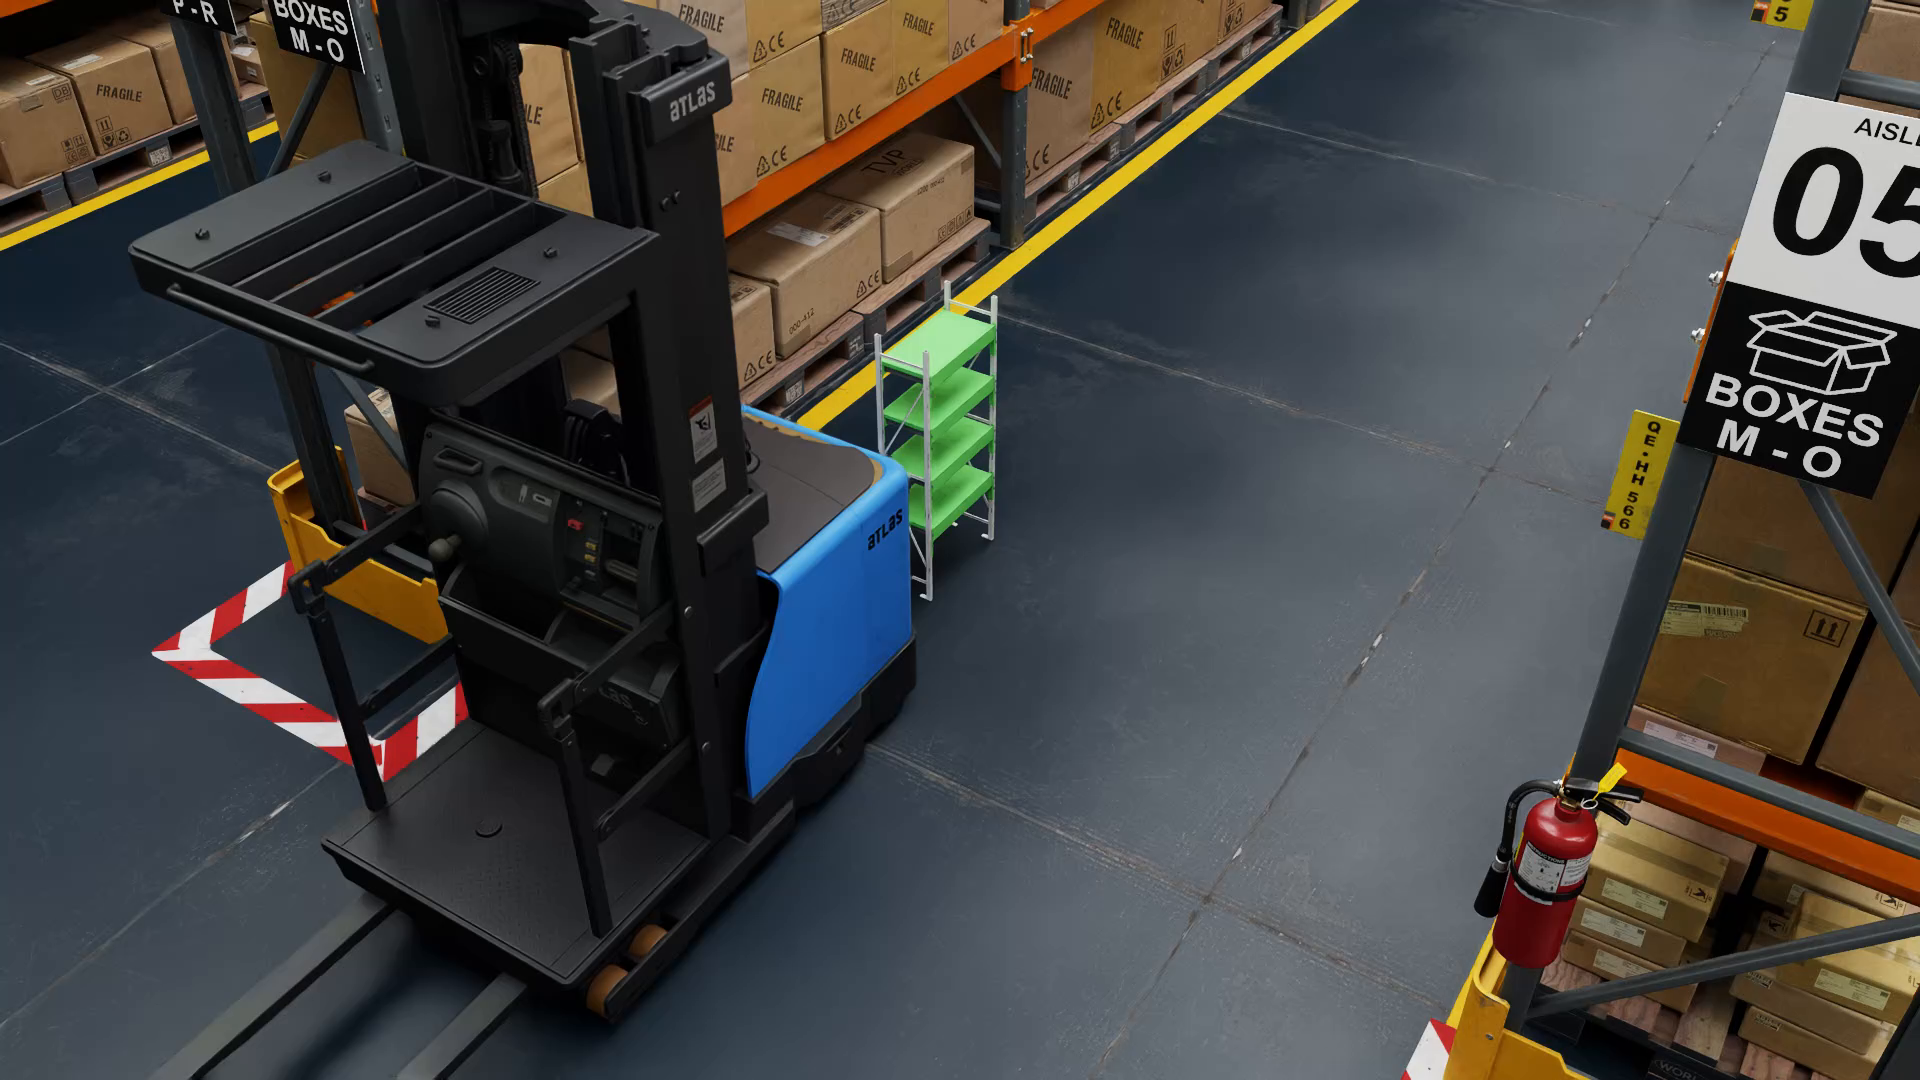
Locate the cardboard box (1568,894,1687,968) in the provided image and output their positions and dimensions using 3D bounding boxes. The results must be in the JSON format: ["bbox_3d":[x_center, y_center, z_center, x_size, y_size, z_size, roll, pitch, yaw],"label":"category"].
[{"bbox_3d":[2.041,1.111,5.099,0.380,0.149,0.250,20,42,24],"label":"cardboard box"}]

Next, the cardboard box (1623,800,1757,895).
[{"bbox_3d":[2.252,0.892,5.140,0.380,0.149,0.250,22,43,26],"label":"cardboard box"}]

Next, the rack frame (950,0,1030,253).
[{"bbox_3d":[-0.091,-2.998,8.682,1.000,3.000,0.127,21,42,25],"label":"rack frame"}]

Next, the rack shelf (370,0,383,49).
[{"bbox_3d":[-1.163,-2.870,6.648,1.077,0.370,4.000,21,42,25],"label":"rack shelf"}]

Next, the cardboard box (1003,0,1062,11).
[{"bbox_3d":[0.367,-3.079,8.910,0.500,0.250,0.500,20,42,24],"label":"cardboard box"}]

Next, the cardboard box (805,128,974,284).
[{"bbox_3d":[-0.518,-1.861,8.961,0.875,0.438,0.875,21,42,24],"label":"cardboard box"}]

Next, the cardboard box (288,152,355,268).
[{"bbox_3d":[-2.199,-1.310,6.411,0.500,0.500,0.500,21,42,25],"label":"cardboard box"}]

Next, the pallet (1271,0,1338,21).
[{"bbox_3d":[2.472,-4.358,12.730,1.003,0.211,1.213,21,42,25],"label":"pallet"}]

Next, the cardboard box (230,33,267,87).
[{"bbox_3d":[-4.526,-3.136,10.756,0.396,0.266,0.258,23,43,27],"label":"cardboard box"}]

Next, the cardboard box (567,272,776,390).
[{"bbox_3d":[-1.482,-0.935,7.760,0.875,0.438,0.875,22,43,26],"label":"cardboard box"}]

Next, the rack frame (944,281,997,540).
[{"bbox_3d":[0.042,-0.516,6.936,0.240,1.200,0.015,21,42,25],"label":"rack frame"}]

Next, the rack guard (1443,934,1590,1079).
[{"bbox_3d":[2.040,1.582,4.788,1.175,0.500,0.348,21,42,25],"label":"rack guard"}]

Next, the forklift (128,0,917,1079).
[{"bbox_3d":[-1.374,0.028,4.813,1.130,2.935,3.031,21,42,25],"label":"forklift"}]

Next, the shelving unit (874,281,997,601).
[{"bbox_3d":[-0.089,-0.390,6.773,0.258,1.200,0.503,21,42,25],"label":"shelving unit"}]

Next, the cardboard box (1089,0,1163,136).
[{"bbox_3d":[0.651,-3.137,10.258,0.875,0.875,0.875,22,43,26],"label":"cardboard box"}]

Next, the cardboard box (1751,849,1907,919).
[{"bbox_3d":[2.613,1.018,4.976,0.380,0.149,0.250,22,43,26],"label":"cardboard box"}]

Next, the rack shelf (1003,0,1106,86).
[{"bbox_3d":[0.980,-3.744,10.239,1.077,0.370,4.000,21,42,25],"label":"rack shelf"}]

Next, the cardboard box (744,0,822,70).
[{"bbox_3d":[-0.930,-2.319,6.901,0.500,0.500,0.500,21,42,25],"label":"cardboard box"}]

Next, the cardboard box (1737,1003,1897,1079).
[{"bbox_3d":[2.550,1.429,4.931,0.380,0.149,0.250,22,43,26],"label":"cardboard box"}]

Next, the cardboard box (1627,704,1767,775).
[{"bbox_3d":[1.935,0.470,4.389,0.380,0.149,0.250,21,42,25],"label":"cardboard box"}]

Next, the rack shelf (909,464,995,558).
[{"bbox_3d":[-0.089,-0.149,6.959,0.258,0.148,0.480,21,42,25],"label":"rack shelf"}]

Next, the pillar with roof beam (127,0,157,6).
[{"bbox_3d":[-1.784,-5.523,7.044,9.100,9.000,0.400,21,42,25],"label":"pillar with roof beam"}]

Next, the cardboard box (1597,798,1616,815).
[{"bbox_3d":[2.318,0.842,5.448,0.380,0.149,0.250,19,42,23],"label":"cardboard box"}]

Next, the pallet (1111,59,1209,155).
[{"bbox_3d":[0.911,-2.947,10.900,1.003,0.211,1.213,21,42,25],"label":"pallet"}]

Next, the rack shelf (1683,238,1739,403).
[{"bbox_3d":[3.071,-1.303,4.615,1.077,0.370,4.000,21,42,25],"label":"rack shelf"}]

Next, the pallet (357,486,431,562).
[{"bbox_3d":[-1.872,-0.269,7.426,1.003,0.211,1.213,21,42,25],"label":"pallet"}]

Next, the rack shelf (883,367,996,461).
[{"bbox_3d":[-0.089,-0.529,6.665,0.258,0.148,0.480,21,42,25],"label":"rack shelf"}]

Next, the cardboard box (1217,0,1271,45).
[{"bbox_3d":[1.611,-4.056,11.450,0.875,0.875,0.875,21,42,25],"label":"cardboard box"}]

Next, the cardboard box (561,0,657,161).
[{"bbox_3d":[-1.466,-1.794,6.220,0.500,0.500,0.500,20,42,24],"label":"cardboard box"}]

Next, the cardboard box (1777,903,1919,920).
[{"bbox_3d":[2.691,1.168,5.026,0.380,0.149,0.250,21,42,25],"label":"cardboard box"}]

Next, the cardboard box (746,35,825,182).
[{"bbox_3d":[-0.945,-1.919,7.200,0.500,0.500,0.500,23,43,27],"label":"cardboard box"}]

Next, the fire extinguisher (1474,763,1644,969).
[{"bbox_3d":[1.475,0.789,4.139,0.296,0.674,0.183,21,42,25],"label":"fire extinguisher"}]

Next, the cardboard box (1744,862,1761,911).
[{"bbox_3d":[2.749,1.137,5.310,0.380,0.149,0.250,22,43,26],"label":"cardboard box"}]

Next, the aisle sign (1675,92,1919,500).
[{"bbox_3d":[1.707,-0.459,3.259,0.394,0.787,0.004,21,42,25],"label":"aisle sign"}]

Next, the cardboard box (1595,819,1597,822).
[{"bbox_3d":[2.158,1.089,5.372,0.380,0.149,0.250,23,43,26],"label":"cardboard box"}]

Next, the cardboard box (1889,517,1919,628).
[{"bbox_3d":[2.464,-0.067,3.735,0.500,0.500,0.500,21,42,25],"label":"cardboard box"}]

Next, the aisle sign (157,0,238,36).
[{"bbox_3d":[-2.535,-2.029,5.297,0.394,0.787,0.004,21,42,25],"label":"aisle sign"}]

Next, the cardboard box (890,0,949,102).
[{"bbox_3d":[-0.395,-2.448,7.886,0.500,0.500,0.500,20,42,24],"label":"cardboard box"}]

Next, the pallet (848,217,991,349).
[{"bbox_3d":[-0.565,-1.527,9.058,1.003,0.211,1.213,21,42,25],"label":"pallet"}]

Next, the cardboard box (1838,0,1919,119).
[{"bbox_3d":[2.031,-1.016,3.367,0.500,0.250,0.500,20,42,24],"label":"cardboard box"}]

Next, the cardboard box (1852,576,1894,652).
[{"bbox_3d":[2.738,0.049,4.404,0.500,0.500,0.500,21,42,25],"label":"cardboard box"}]

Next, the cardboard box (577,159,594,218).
[{"bbox_3d":[-1.487,-1.399,6.526,0.500,0.500,0.500,21,42,25],"label":"cardboard box"}]

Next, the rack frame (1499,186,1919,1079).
[{"bbox_3d":[1.999,0.631,3.974,1.000,3.000,0.127,21,42,25],"label":"rack frame"}]

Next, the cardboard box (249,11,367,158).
[{"bbox_3d":[-2.177,-1.698,6.094,0.500,0.500,0.500,23,43,27],"label":"cardboard box"}]

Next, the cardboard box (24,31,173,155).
[{"bbox_3d":[-5.161,-2.686,9.980,0.500,0.500,0.500,22,43,26],"label":"cardboard box"}]

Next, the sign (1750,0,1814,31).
[{"bbox_3d":[1.542,-1.099,3.037,0.100,0.325,0.005,21,42,25],"label":"sign"}]

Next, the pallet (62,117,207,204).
[{"bbox_3d":[-5.306,-2.530,10.359,1.003,0.211,1.213,21,42,25],"label":"pallet"}]
